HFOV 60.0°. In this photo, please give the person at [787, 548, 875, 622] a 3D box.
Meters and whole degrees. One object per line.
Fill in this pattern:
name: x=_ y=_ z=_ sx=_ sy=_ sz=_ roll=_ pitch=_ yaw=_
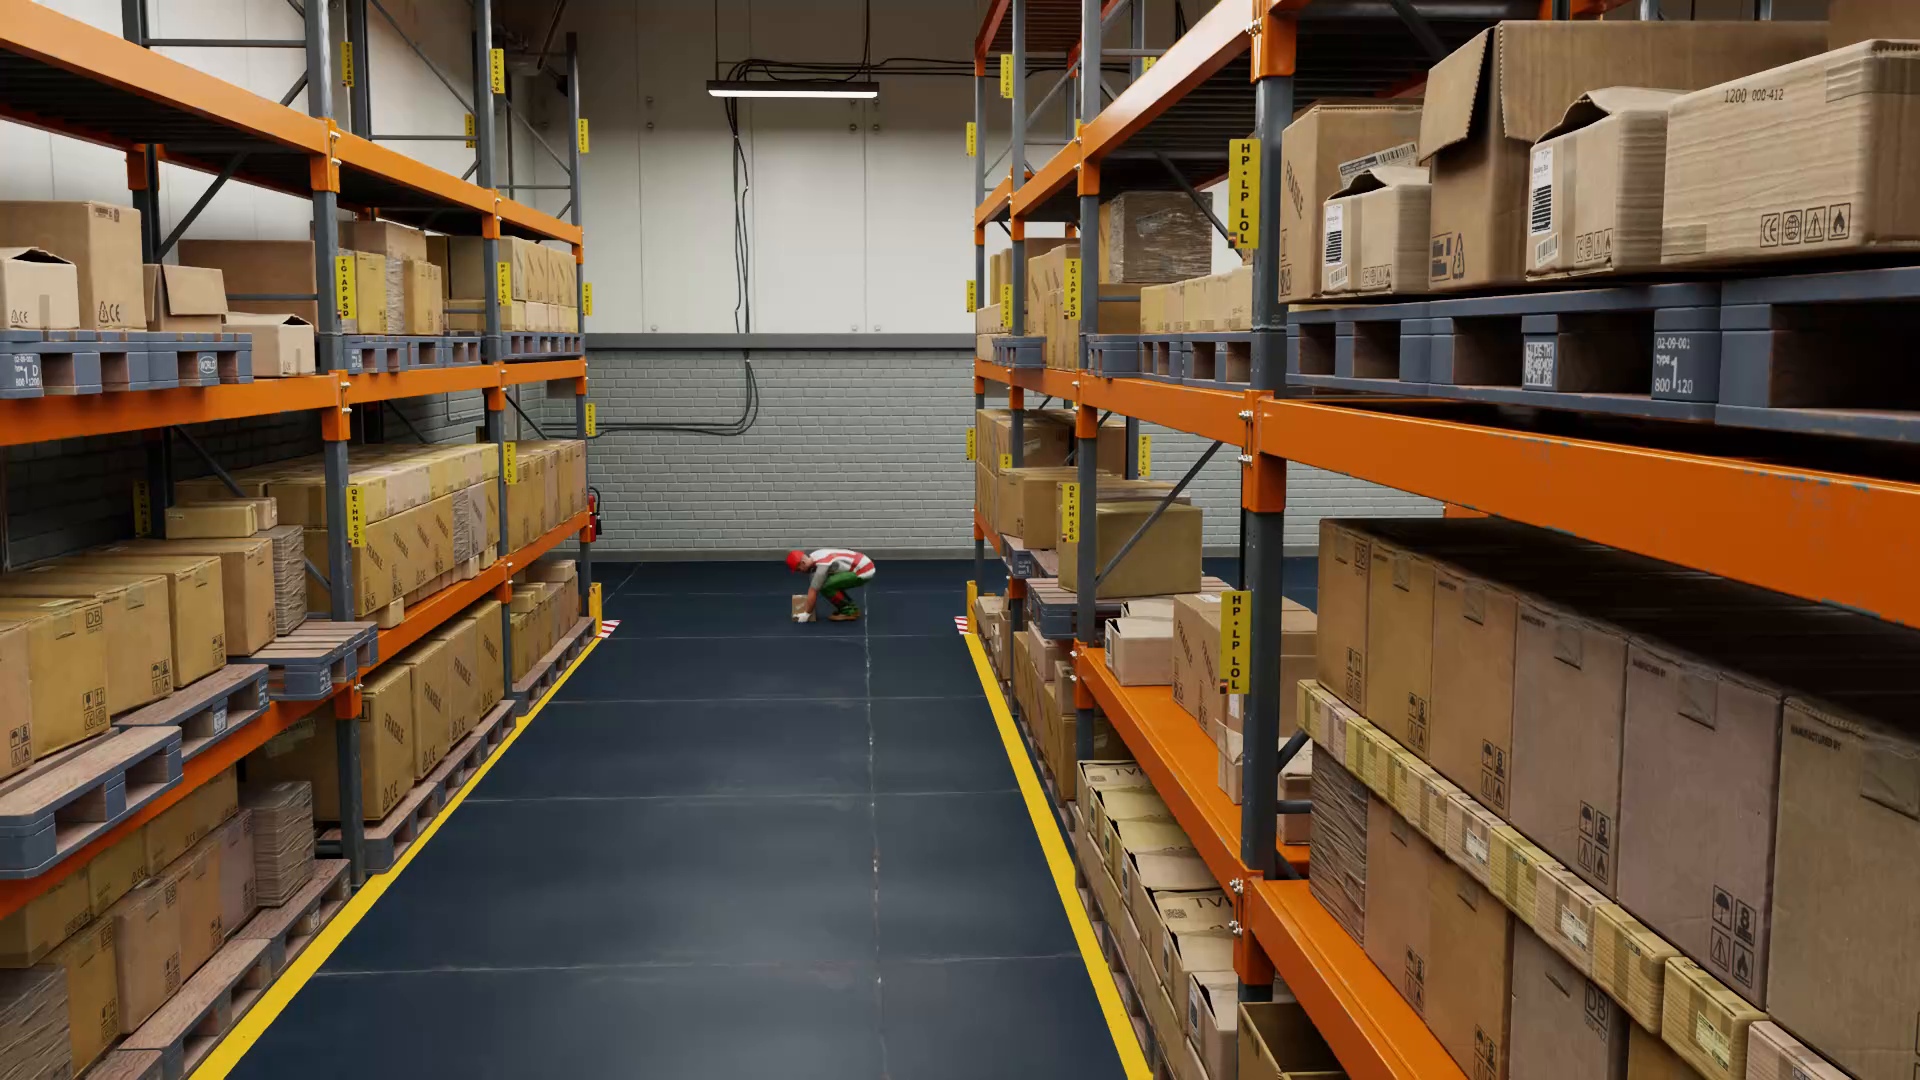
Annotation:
person: x=-1.389 y=0.489 z=17.951 sx=0.954 sy=0.795 sz=0.529 roll=-1 pitch=7 yaw=-5
